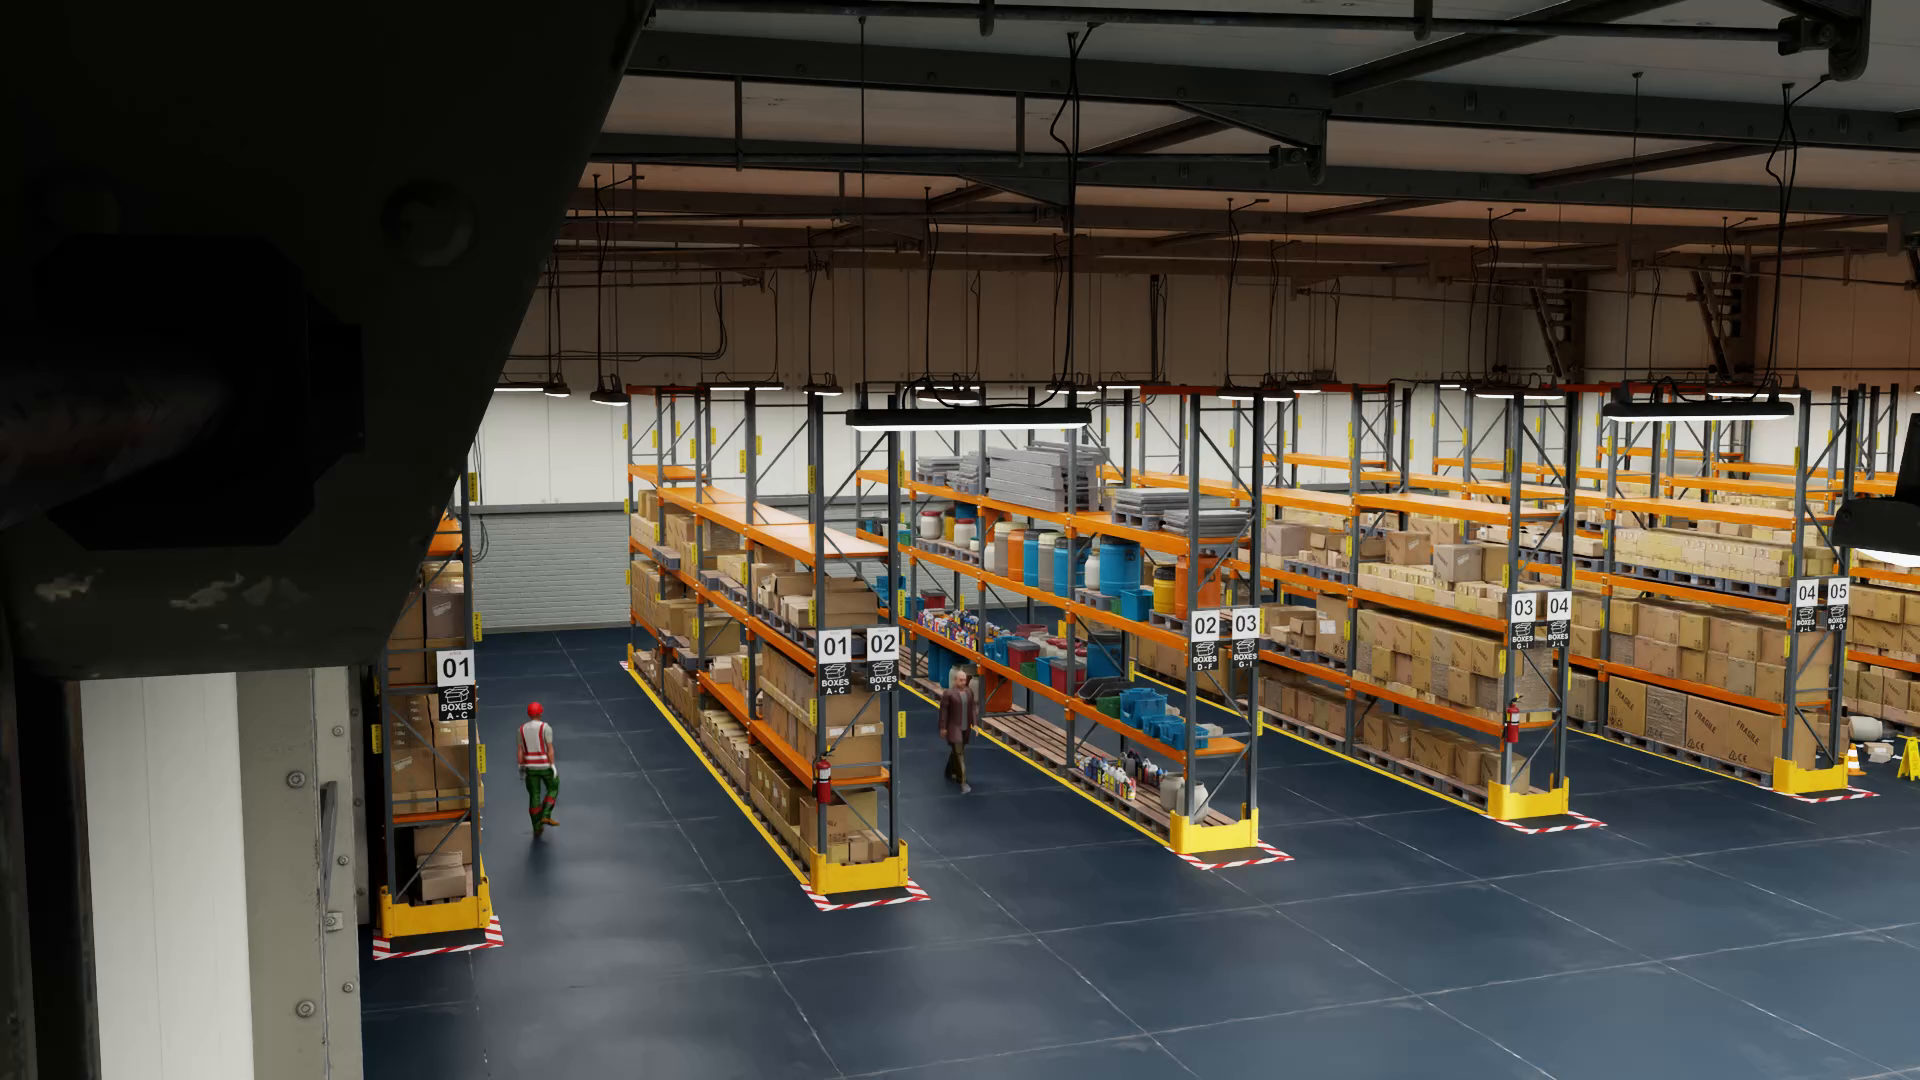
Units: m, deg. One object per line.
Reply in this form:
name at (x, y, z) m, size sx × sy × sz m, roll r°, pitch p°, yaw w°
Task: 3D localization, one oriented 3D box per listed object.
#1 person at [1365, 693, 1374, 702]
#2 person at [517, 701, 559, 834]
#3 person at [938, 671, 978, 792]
person at (7.625, 2.351, 30.691) m, size 0.503 × 1.675 × 0.639 m, roll -1°, pitch 6°, yaw -13°
person at (-5.779, 3.087, 22.735) m, size 0.555 × 1.774 × 0.472 m, roll 0°, pitch 6°, yaw -3°
person at (0.025, 2.853, 25.149) m, size 1.009 × 1.733 × 0.586 m, roll 6°, pitch 8°, yaw 44°
